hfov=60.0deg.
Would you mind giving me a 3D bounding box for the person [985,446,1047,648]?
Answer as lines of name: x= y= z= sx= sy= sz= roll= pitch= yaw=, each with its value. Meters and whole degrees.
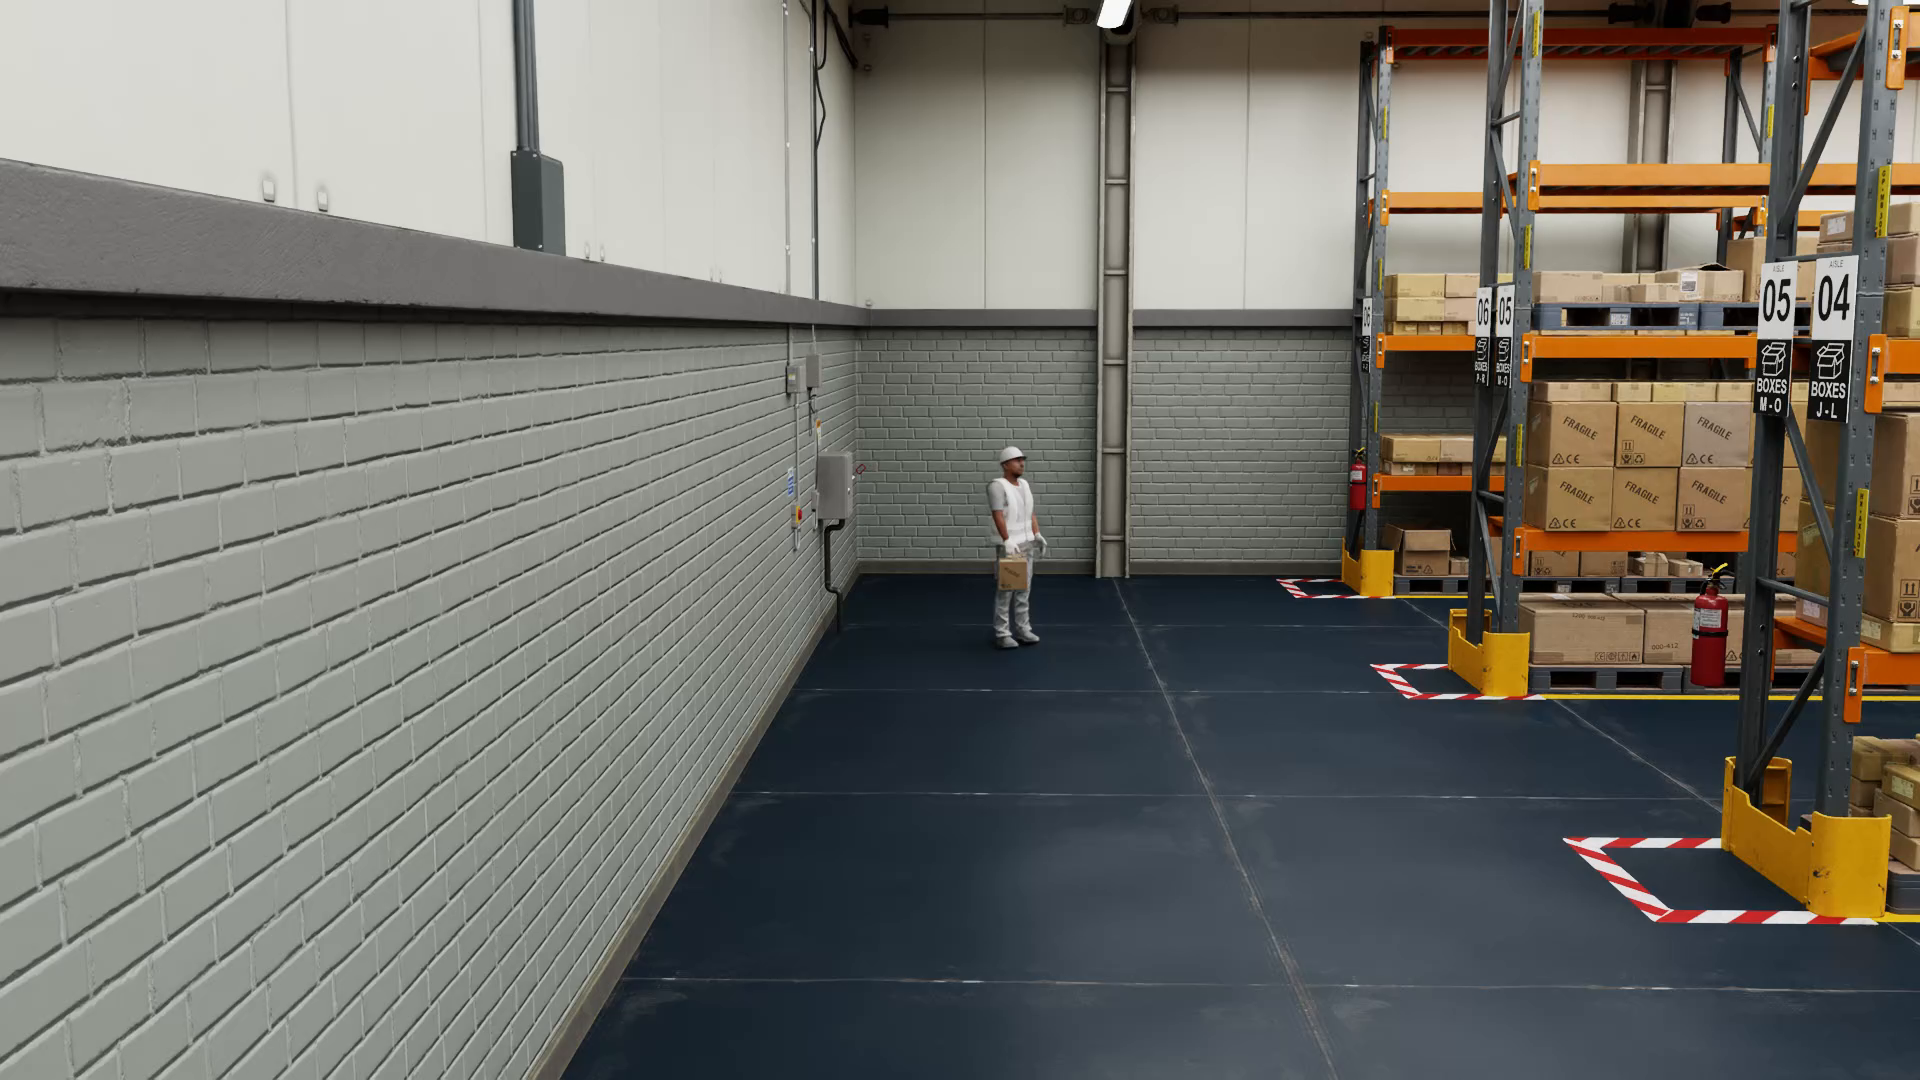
person: x=0.508 y=0.052 z=15.119 sx=0.470 sy=1.795 sz=0.579 roll=6 pitch=9 yaw=38
